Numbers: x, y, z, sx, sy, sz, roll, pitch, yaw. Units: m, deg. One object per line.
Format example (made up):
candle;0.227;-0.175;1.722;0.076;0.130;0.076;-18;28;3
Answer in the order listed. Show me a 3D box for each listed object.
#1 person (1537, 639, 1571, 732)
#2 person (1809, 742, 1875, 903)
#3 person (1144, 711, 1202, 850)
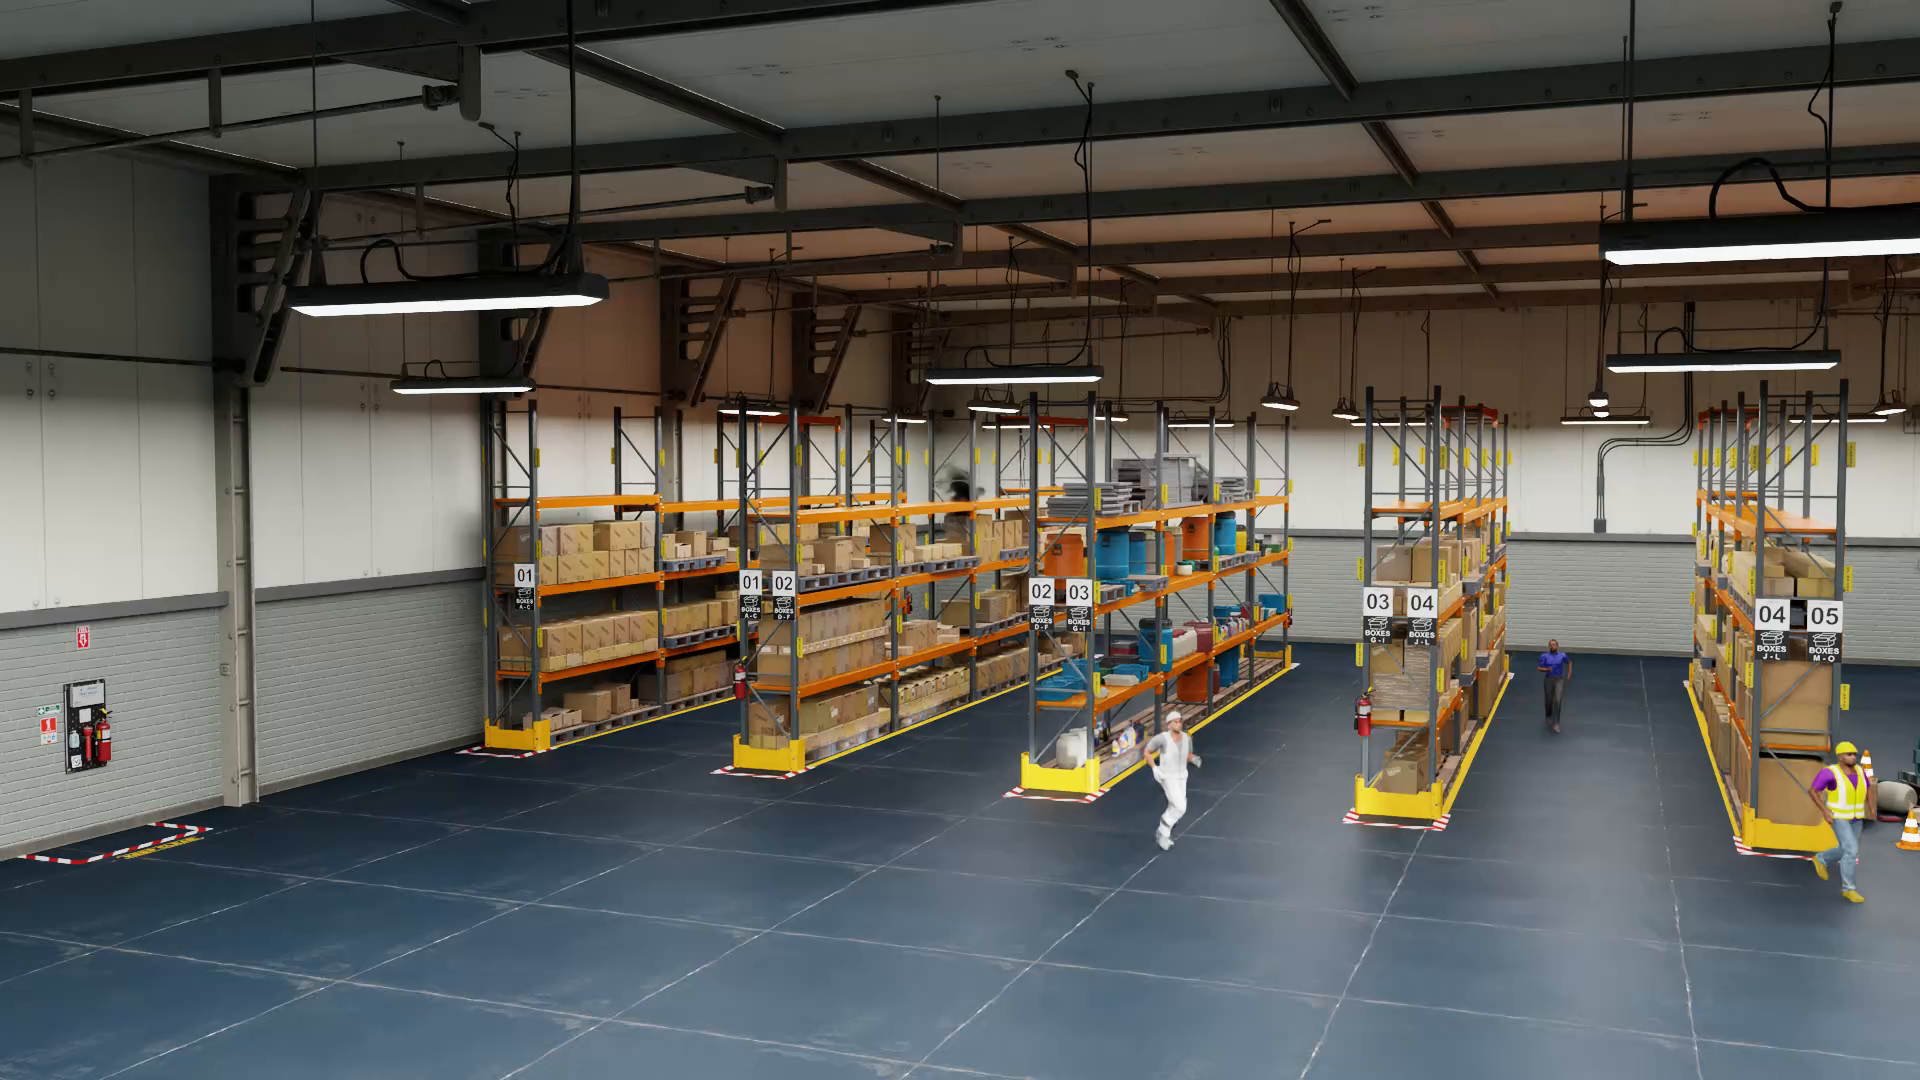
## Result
person;10.941;2.649;30.637;0.586;1.636;0.995;1;3;22
person;10.084;3.173;19.021;0.707;1.770;0.853;-1;3;-14
person;2.763;3.069;21.216;0.624;1.770;0.667;-2;3;-34
